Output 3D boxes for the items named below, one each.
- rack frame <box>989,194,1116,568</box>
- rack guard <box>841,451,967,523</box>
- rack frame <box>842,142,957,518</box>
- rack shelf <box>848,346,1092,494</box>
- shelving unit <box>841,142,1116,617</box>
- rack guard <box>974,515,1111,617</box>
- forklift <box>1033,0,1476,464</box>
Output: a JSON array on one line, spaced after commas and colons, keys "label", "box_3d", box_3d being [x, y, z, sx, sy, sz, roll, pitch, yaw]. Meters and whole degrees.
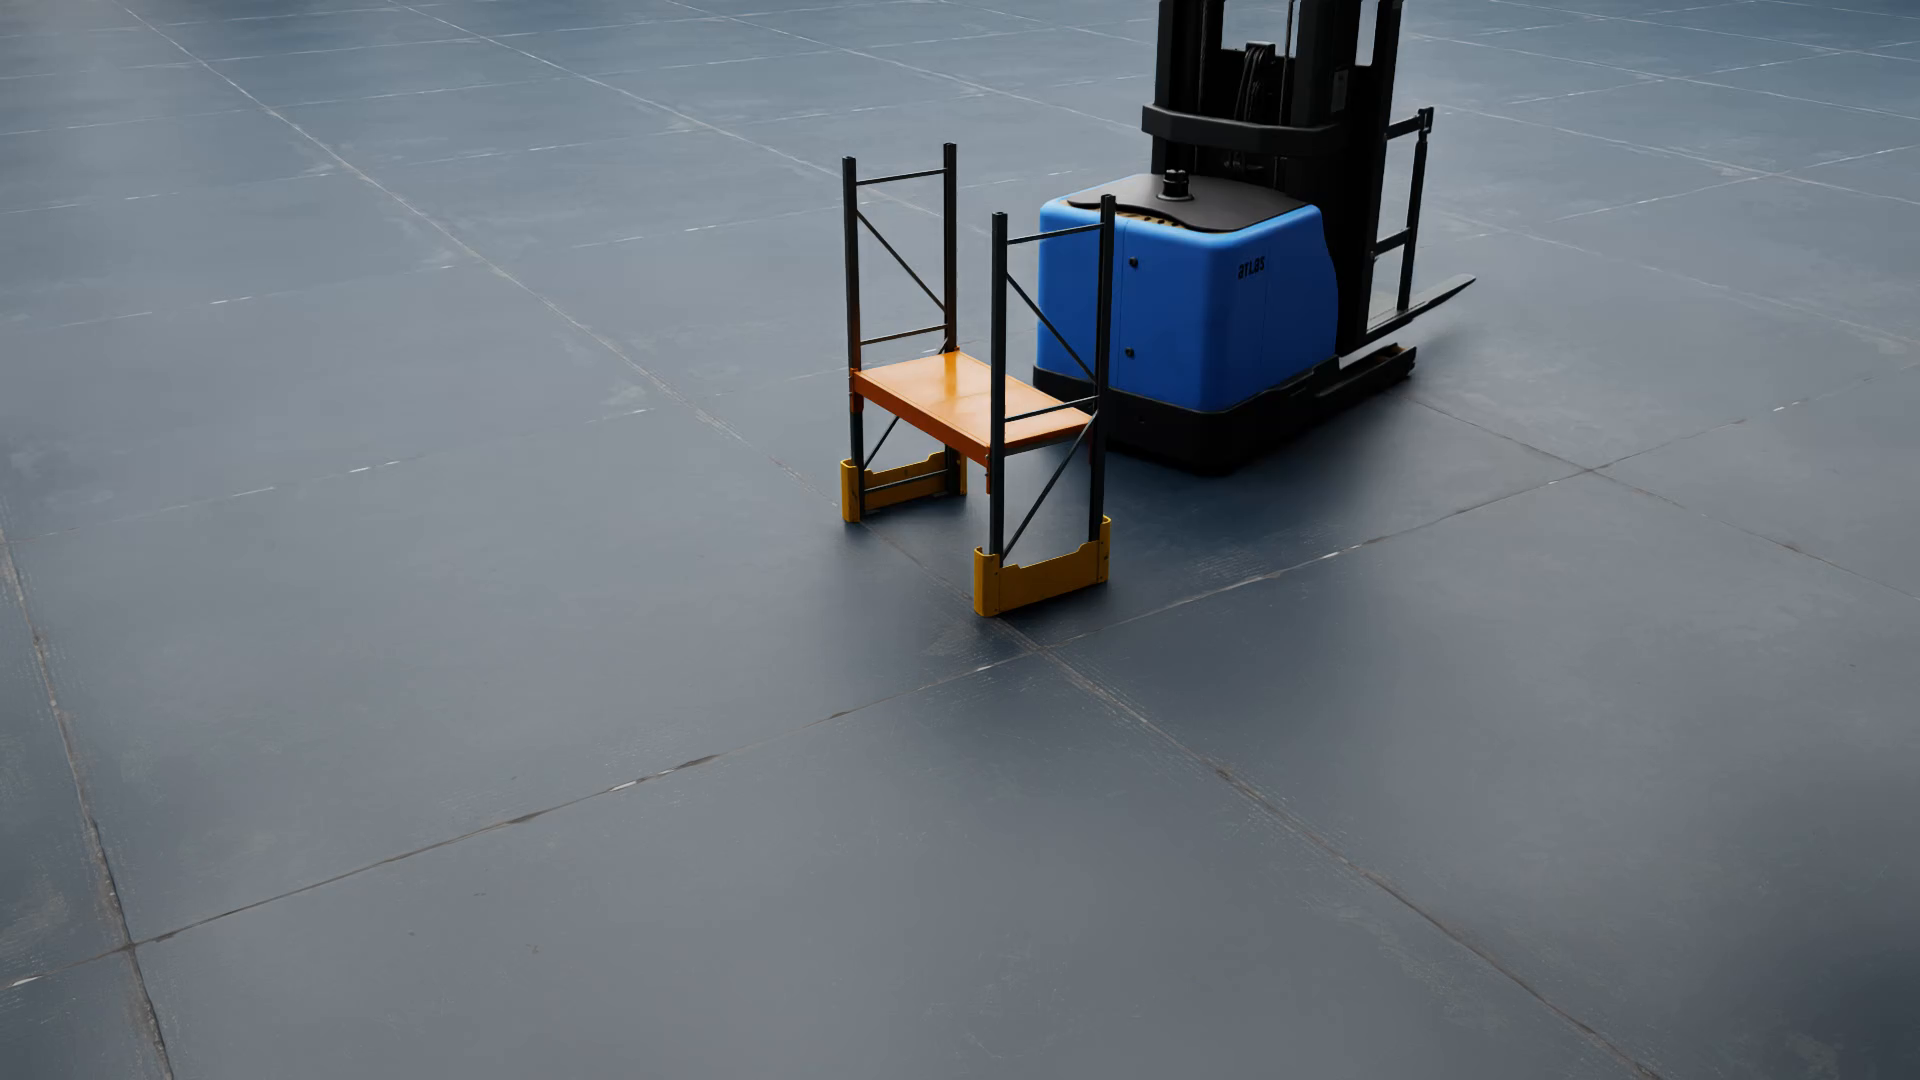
[{"label": "rack frame", "box_3d": [0.324, -0.466, 5.980, 0.500, 1.500, 0.032, -16, 29, -30]}, {"label": "rack guard", "box_3d": [-0.230, -0.264, 7.016, 0.587, 0.250, 0.087, -16, 29, -30]}, {"label": "rack frame", "box_3d": [-0.231, -0.830, 6.750, 0.500, 1.500, 0.032, -16, 29, -30]}, {"label": "rack shelf", "box_3d": [0.047, -0.485, 6.442, 0.538, 0.185, 1.000, -16, 29, -30]}, {"label": "shelving unit", "box_3d": [0.042, -0.651, 6.372, 0.587, 1.500, 1.083, -16, 29, -30]}, {"label": "rack guard", "box_3d": [0.313, 0.092, 6.262, 0.587, 0.250, 0.087, -16, 29, -30]}, {"label": "forklift", "box_3d": [1.677, -2.209, 7.996, 1.130, 2.935, 3.031, 20, 32, 36]}]
